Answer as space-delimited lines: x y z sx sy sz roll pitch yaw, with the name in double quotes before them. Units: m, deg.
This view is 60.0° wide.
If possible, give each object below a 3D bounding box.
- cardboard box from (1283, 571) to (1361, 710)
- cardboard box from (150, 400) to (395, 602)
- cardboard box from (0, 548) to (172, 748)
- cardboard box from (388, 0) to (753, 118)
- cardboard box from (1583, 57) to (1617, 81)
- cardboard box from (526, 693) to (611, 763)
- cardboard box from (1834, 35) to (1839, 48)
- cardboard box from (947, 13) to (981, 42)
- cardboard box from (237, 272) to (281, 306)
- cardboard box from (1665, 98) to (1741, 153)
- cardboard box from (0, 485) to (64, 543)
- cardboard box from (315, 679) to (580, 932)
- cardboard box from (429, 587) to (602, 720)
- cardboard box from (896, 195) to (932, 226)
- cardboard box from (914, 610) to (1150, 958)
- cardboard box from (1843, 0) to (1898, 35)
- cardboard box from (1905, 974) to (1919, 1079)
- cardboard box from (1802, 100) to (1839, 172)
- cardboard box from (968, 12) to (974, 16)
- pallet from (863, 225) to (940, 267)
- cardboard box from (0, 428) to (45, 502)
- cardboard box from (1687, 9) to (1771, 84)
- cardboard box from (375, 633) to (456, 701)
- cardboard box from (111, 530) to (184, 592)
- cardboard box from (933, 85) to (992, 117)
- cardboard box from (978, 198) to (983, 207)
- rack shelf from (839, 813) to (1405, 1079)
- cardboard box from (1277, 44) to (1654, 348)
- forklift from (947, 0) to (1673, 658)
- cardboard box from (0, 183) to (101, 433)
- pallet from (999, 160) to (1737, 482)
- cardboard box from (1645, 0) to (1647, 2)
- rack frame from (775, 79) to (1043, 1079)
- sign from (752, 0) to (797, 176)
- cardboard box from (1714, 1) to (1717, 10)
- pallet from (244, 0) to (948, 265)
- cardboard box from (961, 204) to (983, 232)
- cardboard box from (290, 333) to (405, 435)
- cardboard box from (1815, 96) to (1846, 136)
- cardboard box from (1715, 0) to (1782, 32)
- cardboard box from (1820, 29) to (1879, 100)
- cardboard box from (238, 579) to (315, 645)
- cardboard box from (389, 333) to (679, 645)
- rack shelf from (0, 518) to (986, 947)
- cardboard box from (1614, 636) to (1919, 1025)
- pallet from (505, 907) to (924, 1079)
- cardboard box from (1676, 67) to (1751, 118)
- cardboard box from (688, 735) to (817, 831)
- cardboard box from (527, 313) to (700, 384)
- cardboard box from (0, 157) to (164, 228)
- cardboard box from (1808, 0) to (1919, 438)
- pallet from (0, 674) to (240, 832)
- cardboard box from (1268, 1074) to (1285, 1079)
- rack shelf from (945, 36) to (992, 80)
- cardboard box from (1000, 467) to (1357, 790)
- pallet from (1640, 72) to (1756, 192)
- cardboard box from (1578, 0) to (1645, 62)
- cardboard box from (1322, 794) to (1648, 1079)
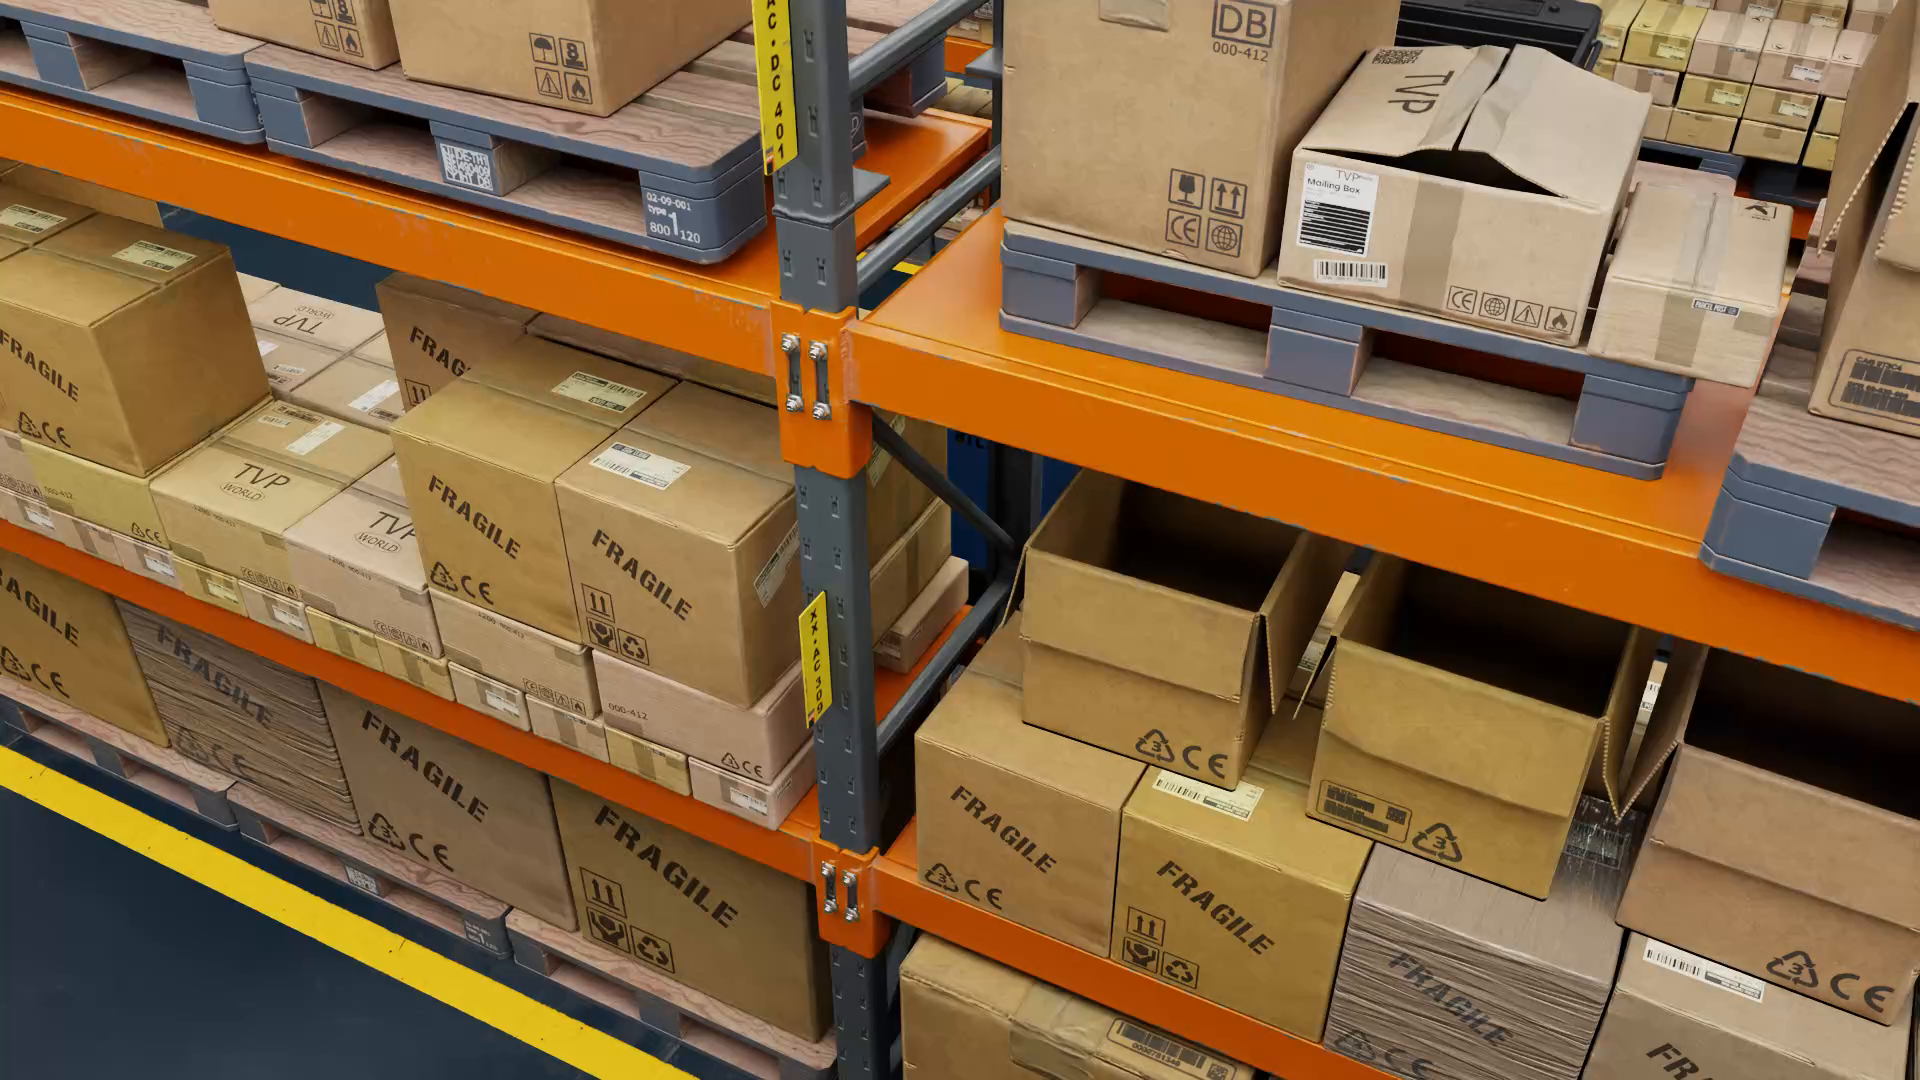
"cardboard box" 0.916 0.428 4.122 0.500 0.500 0.500 19 41 23
"cardboard box" -1.936 -0.124 4.811 0.500 0.250 0.500 17 40 21
"cardboard box" -3.008 0.045 6.119 0.875 0.875 0.875 17 41 21
"cardboard box" -0.784 -1.284 3.466 0.500 0.500 0.700 15 40 19
"cardboard box" 2.679 -2.050 7.084 0.250 0.149 0.380 17 40 21
"cardboard box" -0.939 0.392 4.461 0.250 0.149 0.380 17 40 21
"cardboard box" 3.682 -2.183 7.259 0.250 0.149 0.380 15 40 19
"cardboard box" 0.083 -2.714 8.553 0.250 0.149 0.380 17 40 21
"cardboard box" -2.611 -0.694 5.561 0.500 0.250 0.500 17 40 21
"cardboard box" 3.139 -1.786 6.983 0.250 0.149 0.380 18 41 22
"cardboard box" -2.762 -0.179 5.213 0.250 0.149 0.380 17 40 21
"cardboard box" -1.410 0.546 5.460 0.875 0.875 0.875 17 41 21
"cardboard box" -1.035 0.160 4.436 0.500 0.250 0.500 19 41 23
"cardboard box" -0.254 -1.894 9.274 0.250 0.149 0.380 18 41 22
"cardboard box" 0.232 0.566 3.941 0.500 0.500 0.500 18 41 22
"cardboard box" 3.913 -2.226 7.070 0.250 0.149 0.380 16 40 19
"cardboard box" 2.036 1.127 3.201 0.500 0.500 0.500 16 40 20
"cardboard box" 3.610 -1.642 6.792 0.250 0.149 0.380 17 40 21
"cardboard box" -0.055 -3.011 8.406 0.500 0.500 0.500 18 41 22
"pallet" -0.470 -2.027 9.746 1.213 0.211 1.003 17 41 21
"cardboard box" -2.846 -0.408 5.185 0.500 0.250 0.500 17 40 21
"cardboard box" 3.145 -2.021 6.800 0.250 0.149 0.380 17 40 21
"cardboard box" -1.397 0.249 4.649 0.250 0.149 0.380 18 41 22
"cardboard box" -2.307 -0.037 5.025 0.250 0.149 0.380 17 40 21
"cardboard box" 0.030 -2.451 9.516 0.250 0.149 0.380 16 40 20
"cardboard box" 0.297 -1.938 9.086 0.250 0.149 0.380 20 41 24
"rack shelf" 1.715 1.186 3.801 4.000 0.370 1.077 17 41 21
"cardboard box" 0.872 -0.630 2.844 0.500 0.311 0.500 16 40 20
"forklift" 1.456 -0.749 5.812 3.031 2.935 1.130 16 40 20
"cardboard box" -2.867 -0.709 4.960 0.500 0.500 0.500 16 40 20
"pallet" 0.776 -0.547 3.167 1.217 0.209 0.805 16 40 20
"cardboard box" 2.995 -2.514 7.450 0.250 0.149 0.380 16 40 20
"rack frame" -0.061 0.344 4.317 0.127 3.000 1.000 17 41 21
"sign" -0.315 -0.790 2.836 0.005 0.325 0.100 17 41 21
"cardboard box" 5.084 -4.169 11.671 0.875 0.875 0.875 19 41 23
"pallet" -0.783 -1.049 3.744 1.213 0.211 1.003 17 41 21
"cardboard box" 0.198 -1.758 9.095 0.250 0.149 0.380 15 40 19
"cardboard box" -1.694 -0.410 5.187 0.500 0.250 0.500 17 41 22
"cardboard box" 3.615 -1.758 6.700 0.250 0.149 0.380 17 40 21
"cardboard box" 3.457 -2.369 7.258 0.250 0.149 0.380 17 40 21
"cardboard box" 3.596 -1.880 6.614 0.250 0.149 0.380 19 41 23
"cardboard box" -1.849 0.106 4.837 0.250 0.149 0.380 18 41 22
"cardboard box" -1.035 -0.140 4.211 0.500 0.500 0.500 18 41 22
"rack shelf" -1.837 0.074 5.267 4.000 0.370 1.077 17 41 21
"cardboard box" 1.673 0.439 3.279 0.637 0.503 0.797 19 41 23
"pallet" -0.700 1.201 5.494 1.213 0.211 1.003 17 41 21
"cardboard box" 3.139 -1.906 6.894 0.250 0.149 0.380 16 40 20
"cardboard box" -0.483 0.535 4.272 0.250 0.149 0.380 18 41 22
"cardboard box" -0.803 -0.425 4.587 0.500 0.500 0.500 17 41 21
"cardboard box" -3.060 -1.132 5.518 0.500 0.500 0.500 18 41 22
"cardboard box" 1.667 -0.504 2.519 0.637 0.503 0.797 17 40 21
"pallet" -2.867 0.522 6.387 1.213 0.211 1.003 17 41 21
"cardboard box" 1.310 1.438 4.285 0.875 0.875 1.225 16 40 20
"rack shelf" 0.534 -2.561 8.738 4.000 0.370 1.077 17 41 21
"cardboard box" 0.510 0.077 3.755 0.637 0.503 0.797 16 40 20
"pallet" 2.921 -1.924 7.463 1.213 0.211 1.003 17 41 21
"cardboard box" 2.698 -2.165 6.989 0.250 0.149 0.380 19 41 23
"cardboard box" 1.123 0.845 3.574 0.500 0.500 0.500 16 40 20
